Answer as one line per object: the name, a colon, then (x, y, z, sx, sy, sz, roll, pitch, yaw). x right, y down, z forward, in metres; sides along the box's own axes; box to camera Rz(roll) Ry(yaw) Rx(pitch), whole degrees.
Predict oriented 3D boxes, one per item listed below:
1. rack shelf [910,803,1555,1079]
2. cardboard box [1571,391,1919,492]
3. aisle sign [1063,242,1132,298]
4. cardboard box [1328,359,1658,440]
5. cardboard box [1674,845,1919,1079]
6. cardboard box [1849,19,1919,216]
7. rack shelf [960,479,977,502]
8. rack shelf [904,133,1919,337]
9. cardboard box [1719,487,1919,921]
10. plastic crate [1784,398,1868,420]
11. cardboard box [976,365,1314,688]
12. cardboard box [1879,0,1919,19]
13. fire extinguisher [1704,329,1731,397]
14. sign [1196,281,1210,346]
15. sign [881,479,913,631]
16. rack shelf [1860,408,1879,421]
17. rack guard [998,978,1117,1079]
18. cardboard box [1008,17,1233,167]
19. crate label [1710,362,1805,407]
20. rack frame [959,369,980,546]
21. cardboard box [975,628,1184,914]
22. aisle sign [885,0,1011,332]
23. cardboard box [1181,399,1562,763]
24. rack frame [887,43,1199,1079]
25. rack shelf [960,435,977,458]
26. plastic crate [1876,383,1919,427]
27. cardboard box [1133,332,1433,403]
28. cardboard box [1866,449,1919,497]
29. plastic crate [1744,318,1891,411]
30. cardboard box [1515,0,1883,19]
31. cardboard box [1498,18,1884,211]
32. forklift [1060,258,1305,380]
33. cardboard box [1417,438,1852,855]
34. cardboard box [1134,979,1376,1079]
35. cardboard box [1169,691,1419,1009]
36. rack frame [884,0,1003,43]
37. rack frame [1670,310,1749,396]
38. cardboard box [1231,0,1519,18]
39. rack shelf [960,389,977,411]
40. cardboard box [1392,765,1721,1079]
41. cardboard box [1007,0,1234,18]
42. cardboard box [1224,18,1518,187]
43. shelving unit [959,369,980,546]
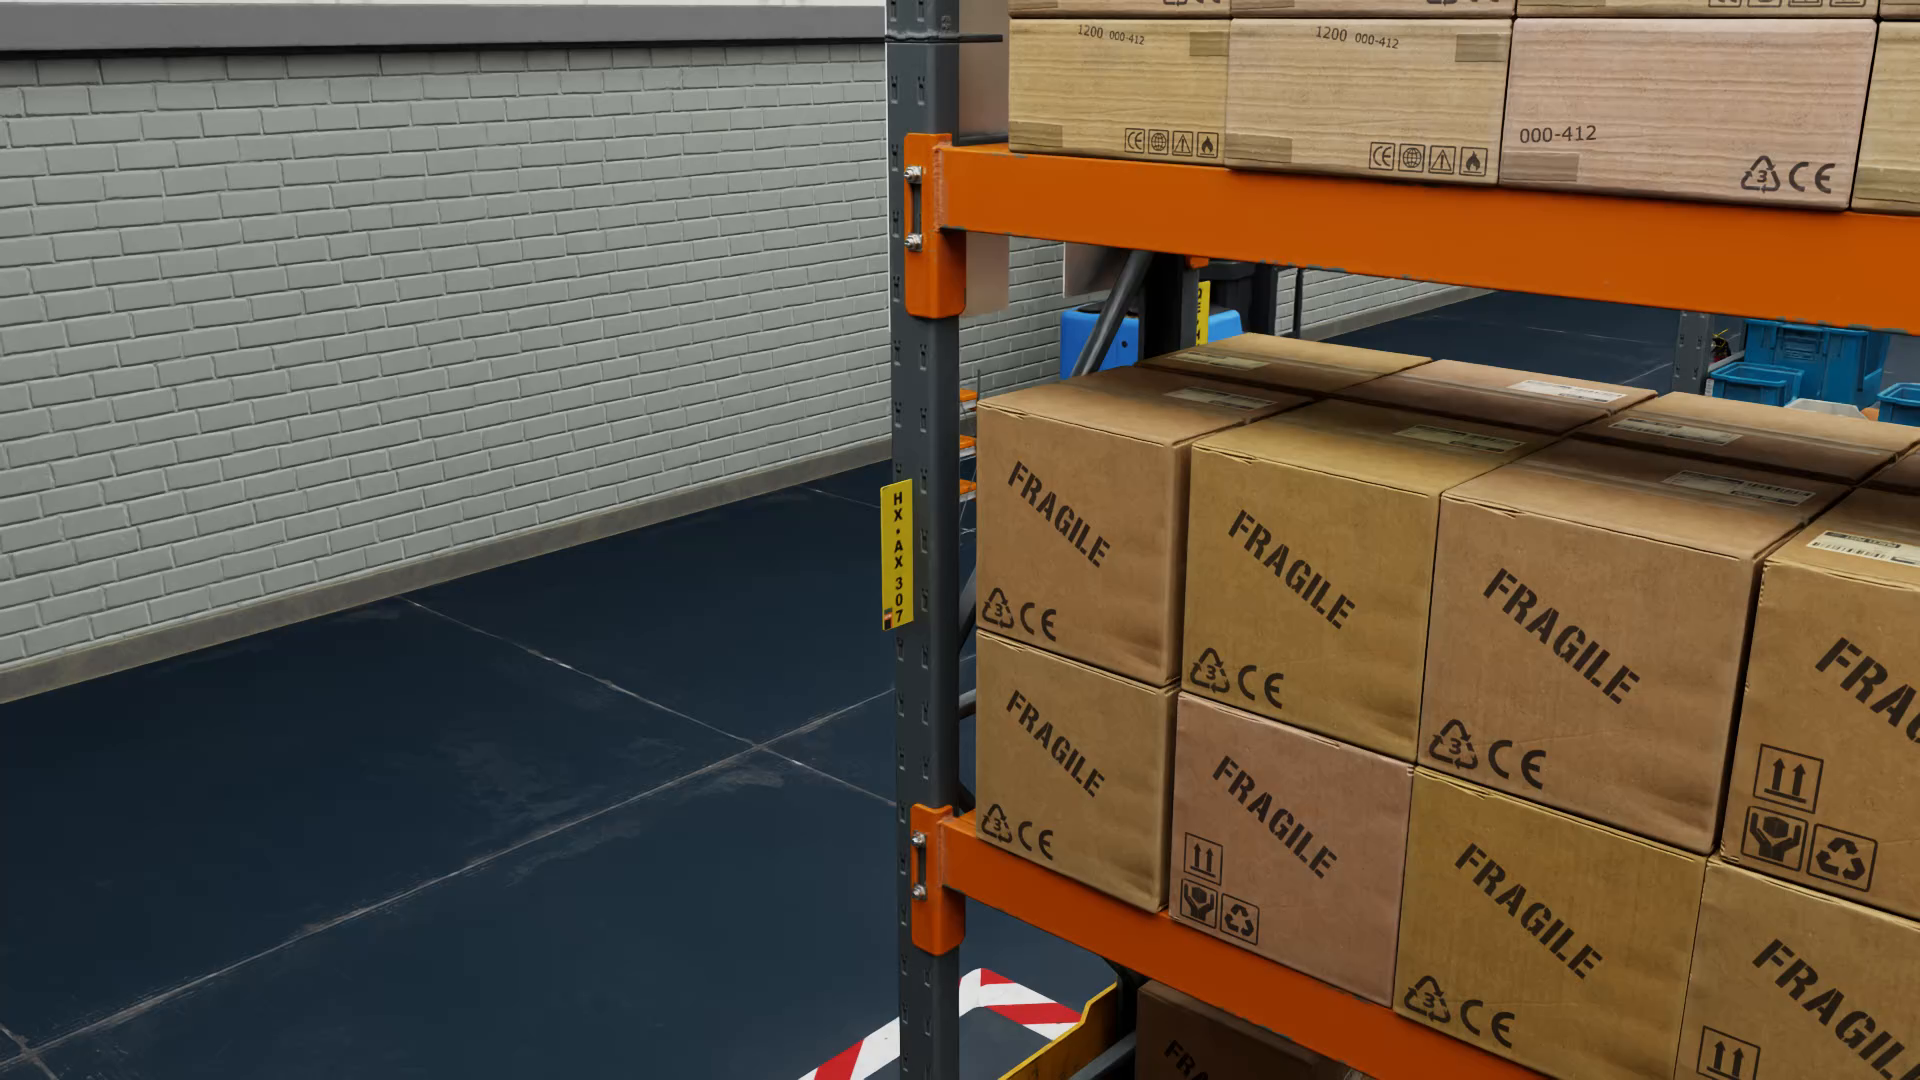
rack shelf: (1.722, 1.067, 2.980, 4.000, 0.370, 1.077, 15, 23, 39)
cardboard box: (1.511, 0.030, 3.241, 0.500, 0.500, 0.500, 16, 24, 41)
aisle sign: (0.379, -0.999, 4.004, 0.004, 0.787, 0.394, 15, 23, 39)
cardboard box: (1.120, -0.073, 3.565, 0.500, 0.500, 0.500, 16, 24, 41)
cardboard box: (1.519, 0.728, 2.693, 0.500, 0.500, 0.500, 15, 23, 40)
cardboard box: (1.560, -0.573, 2.246, 0.500, 0.250, 0.500, 15, 23, 39)
rack shelf: (-0.040, -0.236, 10.074, 0.240, 0.259, 0.215, 15, 23, 39)
rack shelf: (1.722, -0.363, 2.526, 4.000, 0.370, 1.077, 15, 23, 39)
cardboard box: (1.531, 0.254, 2.535, 0.500, 0.500, 0.500, 15, 23, 39)
plastic crate: (3.668, -0.493, 7.043, 0.298, 0.136, 0.250, 15, 23, 39)
cardboard box: (0.383, -0.053, 3.501, 0.500, 0.500, 0.500, 16, 24, 41)
cardboard box: (1.557, -0.810, 2.167, 0.500, 0.250, 0.500, 15, 23, 39)
fire extinguisher: (3.706, -0.716, 8.153, 0.183, 0.674, 0.296, 15, 23, 39)
sign: (0.610, -0.501, 4.296, 0.005, 0.325, 0.100, 15, 23, 39)
sign: (-0.134, 0.033, 3.618, 0.005, 0.325, 0.100, 15, 23, 39)
rack shelf: (5.013, -0.053, 6.509, 4.000, 0.370, 1.077, 15, 23, 39)
rack guard: (0.283, 1.529, 4.466, 0.348, 0.500, 1.175, 15, 23, 39)
cardboard box: (0.442, -0.875, 3.199, 0.500, 0.250, 0.500, 15, 23, 39)
crate label: (3.483, -0.622, 7.290, 0.303, 0.233, 0.416, 15, 23, 39)
rack frame: (0.051, -0.487, 9.910, 0.008, 1.050, 0.200, 15, 23, 39)
cardboard box: (0.383, 0.424, 3.652, 0.500, 0.500, 0.500, 16, 23, 40)
aisle sign: (-0.020, -0.864, 3.577, 0.004, 0.787, 0.394, 15, 23, 39)
cardboard box: (0.779, 0.050, 3.176, 0.500, 0.500, 0.500, 15, 23, 40)
rack frame: (0.226, 0.323, 4.136, 0.127, 3.000, 1.000, 15, 23, 39)
rack shelf: (-0.040, -0.501, 9.990, 0.240, 0.259, 0.215, 15, 23, 39)
plastic crate: (3.976, -0.490, 6.874, 0.300, 0.233, 0.416, 15, 23, 39)
cardboard box: (0.742, -0.174, 3.884, 0.500, 0.500, 0.500, 15, 23, 39)
cardboard box: (1.895, 0.133, 2.916, 0.500, 0.500, 0.500, 16, 24, 41)
plastic crate: (3.891, -0.818, 7.572, 0.499, 0.435, 0.616, 15, 23, 39)
cardboard box: (1.185, -0.911, 2.486, 0.500, 0.250, 0.500, 15, 23, 39)
cardboard box: (1.182, -0.672, 2.558, 0.500, 0.250, 0.500, 15, 23, 39)
forklift: (1.969, -2.244, 12.336, 1.130, 2.935, 3.031, 13, 22, 34)
cardboard box: (1.150, 0.152, 2.856, 0.500, 0.500, 0.500, 15, 23, 40)
cardboard box: (0.796, 1.358, 4.279, 0.500, 0.500, 0.500, 15, 23, 39)
cardboard box: (0.773, 0.526, 3.330, 0.500, 0.500, 0.500, 15, 23, 39)
rack frame: (0.226, -2.537, 3.229, 0.127, 3.000, 1.000, 15, 23, 39)
rack frame: (3.517, -0.797, 7.665, 0.127, 3.000, 1.000, 15, 23, 39)
cardboard box: (0.807, -1.010, 2.797, 0.500, 0.250, 0.500, 15, 23, 39)
rack shelf: (-0.040, -0.772, 9.904, 0.240, 0.259, 0.215, 15, 23, 39)
cardboard box: (1.146, 0.628, 3.010, 0.500, 0.500, 0.500, 15, 23, 39)
cardboard box: (0.438, -1.112, 3.119, 0.500, 0.250, 0.500, 15, 23, 39)
cardboard box: (0.807, -0.772, 2.873, 0.500, 0.250, 0.500, 15, 23, 39)
shelving unit: (-0.040, -0.511, 9.987, 0.252, 1.050, 0.215, 15, 23, 39)
